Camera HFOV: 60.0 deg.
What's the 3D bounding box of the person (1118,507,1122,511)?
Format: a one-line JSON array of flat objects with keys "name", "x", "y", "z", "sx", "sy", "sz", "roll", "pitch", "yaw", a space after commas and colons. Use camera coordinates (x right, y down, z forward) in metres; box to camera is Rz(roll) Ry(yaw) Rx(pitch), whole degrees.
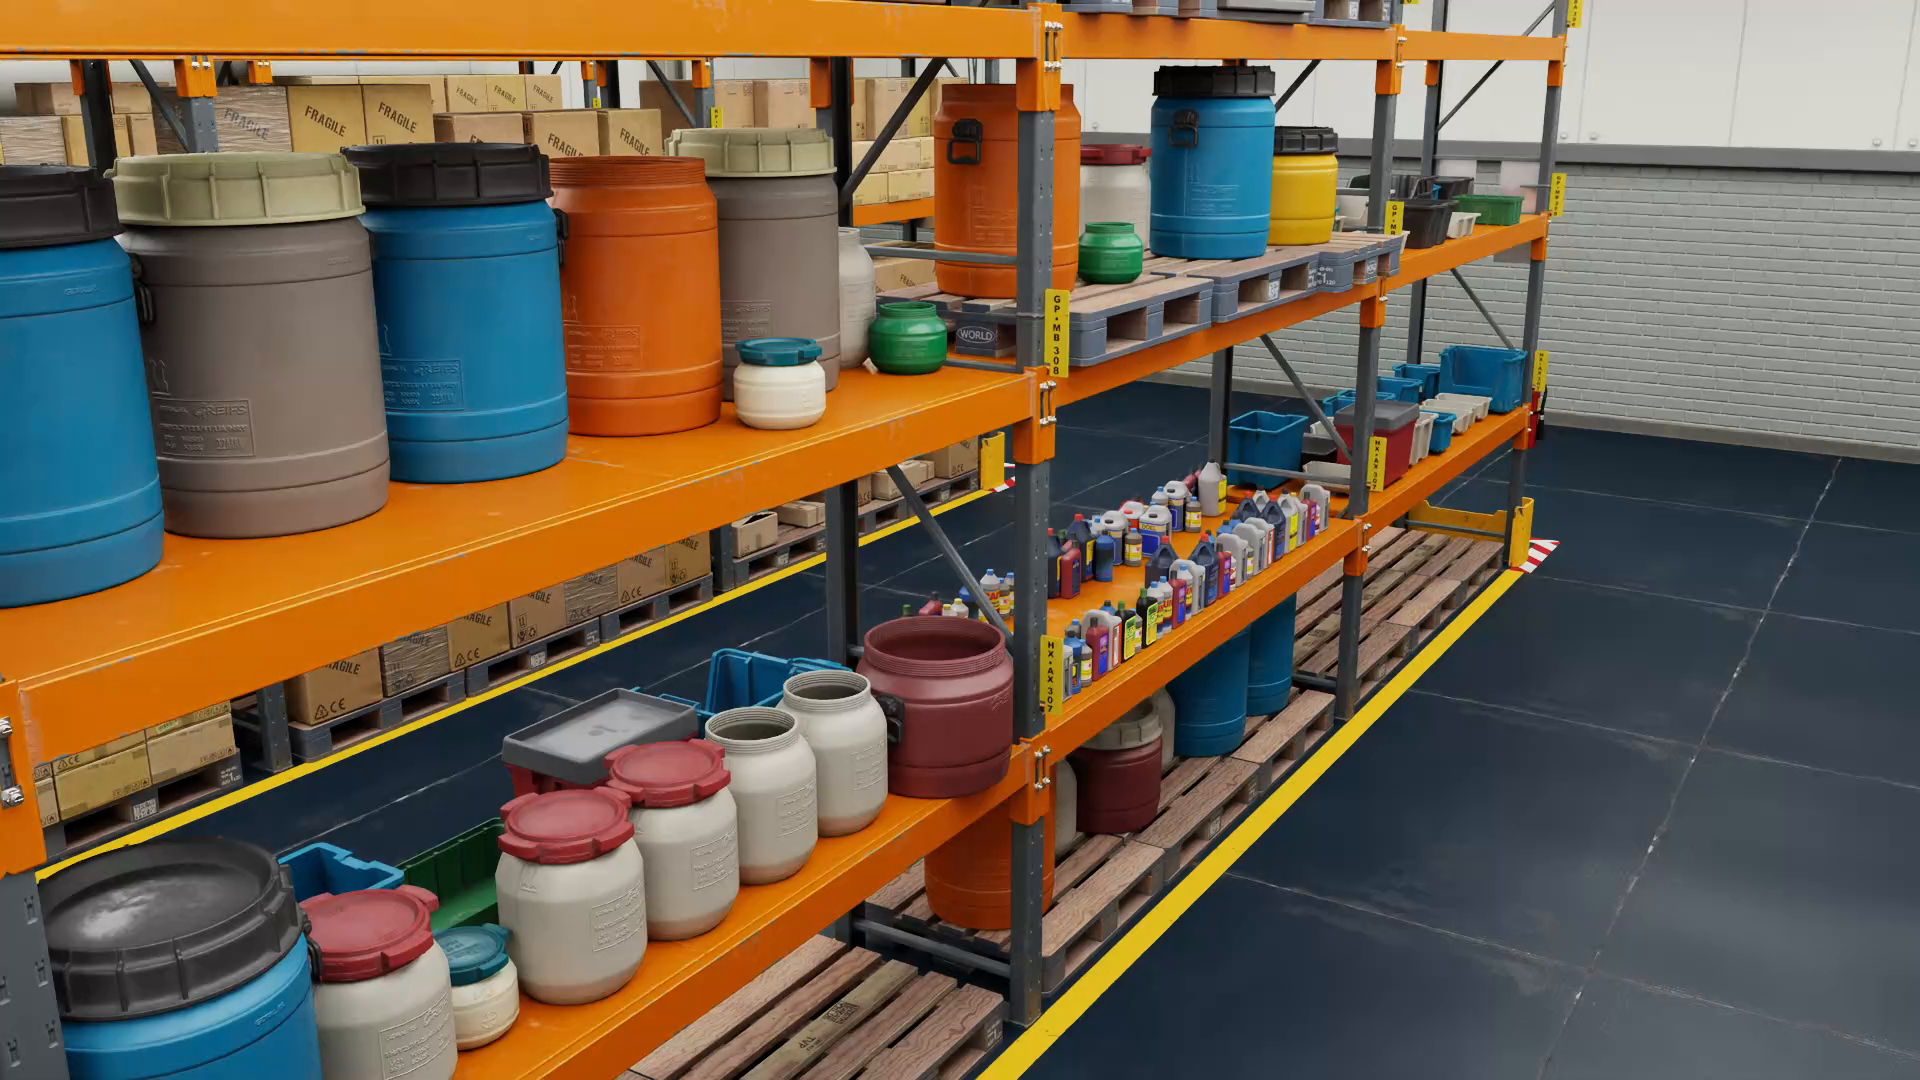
[{"name": "person", "x": 1.019, "y": 0.278, "z": 11.482, "sx": 0.929, "sy": 0.992, "sz": 0.554, "roll": -11, "pitch": 19, "yaw": -33}]
